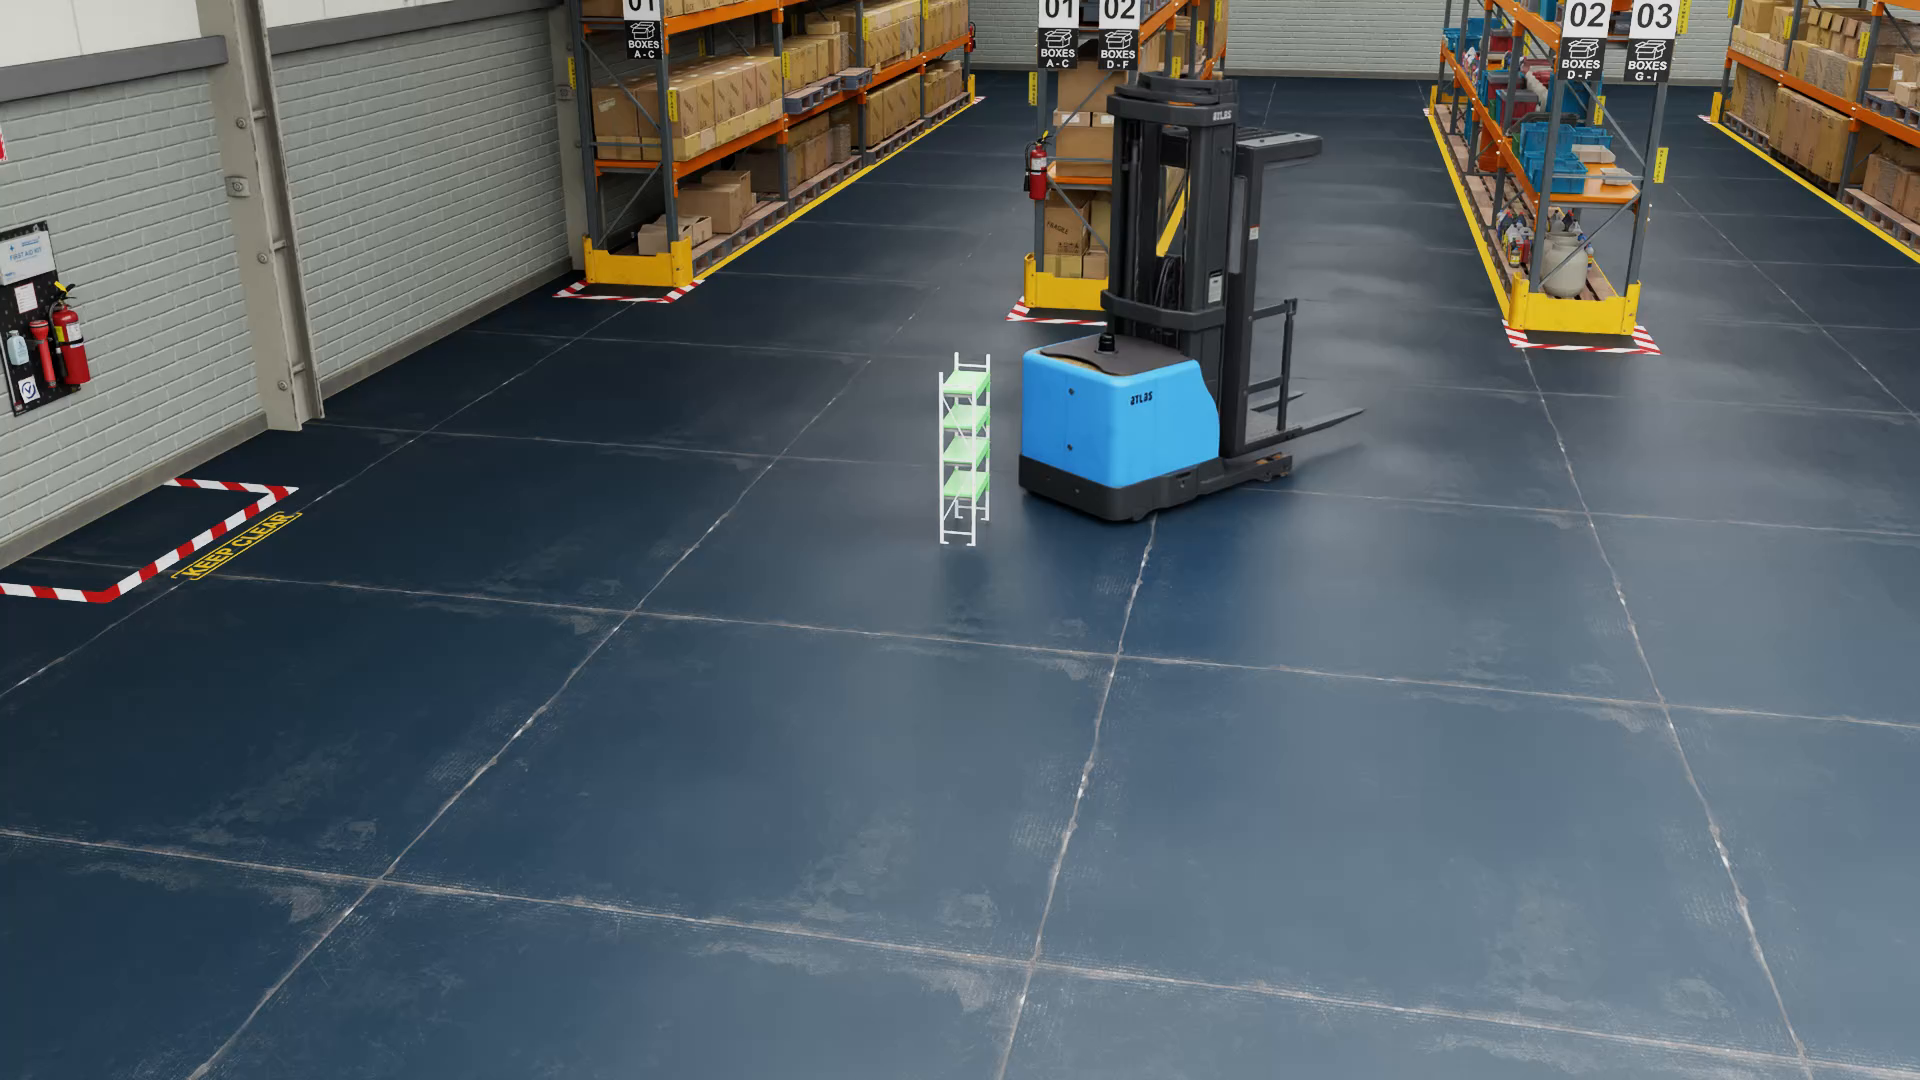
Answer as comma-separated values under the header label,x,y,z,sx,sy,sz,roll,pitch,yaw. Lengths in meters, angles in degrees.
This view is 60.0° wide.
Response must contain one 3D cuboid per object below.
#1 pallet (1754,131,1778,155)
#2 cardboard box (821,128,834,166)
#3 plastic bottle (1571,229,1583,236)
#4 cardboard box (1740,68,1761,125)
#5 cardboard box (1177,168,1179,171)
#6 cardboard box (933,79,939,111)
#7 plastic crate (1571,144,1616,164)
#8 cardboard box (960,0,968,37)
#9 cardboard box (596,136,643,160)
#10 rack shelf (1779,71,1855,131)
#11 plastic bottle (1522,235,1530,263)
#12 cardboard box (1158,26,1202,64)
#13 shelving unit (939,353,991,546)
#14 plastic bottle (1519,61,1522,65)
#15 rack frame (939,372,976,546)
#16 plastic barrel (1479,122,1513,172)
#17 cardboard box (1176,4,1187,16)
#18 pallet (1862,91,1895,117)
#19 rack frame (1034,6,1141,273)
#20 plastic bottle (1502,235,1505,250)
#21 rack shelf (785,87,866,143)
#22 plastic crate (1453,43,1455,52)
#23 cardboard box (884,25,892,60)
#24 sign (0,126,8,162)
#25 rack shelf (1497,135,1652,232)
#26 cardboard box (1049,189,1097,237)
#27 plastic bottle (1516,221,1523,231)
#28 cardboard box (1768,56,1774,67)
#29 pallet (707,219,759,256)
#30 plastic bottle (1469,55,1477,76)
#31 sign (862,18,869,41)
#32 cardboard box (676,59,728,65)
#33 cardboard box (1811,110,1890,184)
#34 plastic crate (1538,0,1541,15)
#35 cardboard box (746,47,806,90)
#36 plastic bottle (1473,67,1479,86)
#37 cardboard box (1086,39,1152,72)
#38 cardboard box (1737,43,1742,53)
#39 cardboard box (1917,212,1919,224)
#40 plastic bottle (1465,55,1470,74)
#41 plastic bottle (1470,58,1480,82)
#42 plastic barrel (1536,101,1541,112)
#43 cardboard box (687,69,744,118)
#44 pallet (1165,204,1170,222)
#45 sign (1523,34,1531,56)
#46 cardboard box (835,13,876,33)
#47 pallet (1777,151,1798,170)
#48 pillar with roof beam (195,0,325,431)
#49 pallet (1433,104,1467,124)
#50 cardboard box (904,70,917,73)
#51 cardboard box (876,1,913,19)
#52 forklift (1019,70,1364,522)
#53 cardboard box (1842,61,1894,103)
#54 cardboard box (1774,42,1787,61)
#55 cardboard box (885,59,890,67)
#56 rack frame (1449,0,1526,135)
label,x,y,z,sx,sy,sz,roll,pitch,yaw
pallet,13.652,-6.471,27.138,1.003,0.211,1.213,4,22,11
cardboard box,-2.258,-5.760,24.397,0.700,0.500,0.500,4,22,11
plastic bottle,6.947,-3.380,18.787,0.152,0.276,0.135,5,22,12
cardboard box,13.998,-7.591,28.469,0.875,0.875,0.875,4,22,11
cardboard box,2.731,-5.197,22.610,0.500,0.311,0.500,5,22,12
cardboard box,-0.769,-8.109,30.257,0.700,0.500,0.500,4,22,10
plastic crate,6.855,-4.208,18.141,0.530,0.136,0.437,4,22,11
cardboard box,-0.406,-10.040,31.865,0.980,0.700,0.700,5,23,13
cardboard box,-3.670,-4.362,18.342,0.500,0.250,0.500,5,22,12
rack shelf,13.012,-6.427,24.259,1.077,0.370,4.000,4,22,11
plastic bottle,6.251,-3.212,18.362,0.061,0.283,0.133,4,22,11
cardboard box,3.298,-7.586,25.478,0.700,0.500,0.500,9,24,21
shelving unit,0.034,-0.617,11.280,0.258,1.200,0.503,4,22,11
plastic bottle,8.471,-7.100,25.141,0.097,0.271,0.097,0,22,0
rack frame,-0.016,-0.528,11.058,0.240,1.200,0.015,4,22,11
plastic barrel,7.838,-5.775,24.021,0.600,0.830,0.708,4,22,11
cardboard box,3.573,-8.963,28.122,0.500,0.500,0.500,5,22,11
pallet,12.563,-5.671,21.677,1.213,0.211,1.003,4,22,11
rack frame,1.274,-3.860,16.922,1.000,3.000,0.127,4,22,11
plastic bottle,6.249,-3.416,18.976,0.097,0.201,0.097,0,22,0
rack shelf,-2.352,-6.097,23.440,1.077,0.370,4.000,4,22,11
plastic crate,8.632,-8.435,28.555,0.293,0.136,0.466,4,22,11
cardboard box,-1.376,-7.886,26.360,0.500,0.500,0.500,4,22,11
sign,-6.145,-2.543,10.549,0.001,0.298,0.199,4,22,11
rack shelf,6.531,-3.879,17.932,1.077,0.370,4.000,4,22,11
cardboard box,1.282,-3.713,18.672,0.500,0.500,0.500,4,22,11
plastic bottle,6.456,-3.557,19.232,0.097,0.271,0.097,0,22,0
cardboard box,13.266,-7.700,26.794,0.380,0.149,0.250,4,22,10
pallet,-3.109,-3.710,20.282,1.003,0.211,1.213,4,22,11
plastic bottle,7.791,-7.154,25.167,0.144,0.351,0.185,4,22,11
sign,-1.410,-7.624,24.826,0.100,0.325,0.005,4,22,11
cardboard box,-3.169,-5.642,20.517,0.500,0.500,0.500,4,22,11
cardboard box,12.765,-5.489,23.250,1.225,0.875,0.875,3,22,8
plastic crate,6.350,-5.681,17.712,0.336,0.188,0.450,4,22,11
cardboard box,-2.502,-6.337,22.350,0.700,0.500,0.500,7,23,16
plastic bottle,7.588,-6.795,24.383,0.097,0.271,0.097,0,22,0
cardboard box,1.801,-5.440,18.976,0.700,0.500,0.500,4,22,11
cardboard box,13.738,-8.546,28.895,0.380,0.149,0.250,4,22,10
cardboard box,12.050,-4.007,20.044,0.700,0.500,0.500,4,22,11
plastic bottle,7.897,-7.389,25.842,0.061,0.283,0.133,4,22,11
plastic bottle,7.726,-7.037,24.878,0.144,0.351,0.185,4,22,11
plastic barrel,7.359,-5.352,20.813,0.301,0.262,0.301,0,22,0
cardboard box,-2.869,-5.234,19.503,0.500,0.500,0.500,5,23,13
pallet,2.202,-4.302,21.752,1.003,0.211,1.213,4,22,11
sign,9.109,-7.955,26.721,0.100,0.325,0.005,4,22,11
cardboard box,-1.593,-7.860,25.293,0.500,0.250,0.500,5,22,12
pallet,13.336,-5.911,25.747,1.003,0.211,1.213,4,22,11
pillar with roof beam,-1.290,-4.818,11.272,9.100,9.000,0.400,4,22,11
pallet,9.181,-7.740,30.290,1.003,0.211,1.213,4,22,11
cardboard box,-0.940,-8.478,30.305,0.380,0.149,0.250,4,22,9
cardboard box,-1.086,-8.790,27.601,0.500,0.250,0.500,5,22,12
forklift,1.880,-1.926,12.211,3.031,2.935,1.130,-18,28,-37
cardboard box,12.462,-6.275,22.785,0.500,0.500,0.500,5,23,13
cardboard box,13.253,-7.742,26.364,0.500,0.250,0.500,4,22,10
cardboard box,-1.347,-7.719,26.815,0.380,0.149,0.250,5,22,11
rack frame,8.571,-7.870,26.879,1.000,3.000,0.127,4,22,11
